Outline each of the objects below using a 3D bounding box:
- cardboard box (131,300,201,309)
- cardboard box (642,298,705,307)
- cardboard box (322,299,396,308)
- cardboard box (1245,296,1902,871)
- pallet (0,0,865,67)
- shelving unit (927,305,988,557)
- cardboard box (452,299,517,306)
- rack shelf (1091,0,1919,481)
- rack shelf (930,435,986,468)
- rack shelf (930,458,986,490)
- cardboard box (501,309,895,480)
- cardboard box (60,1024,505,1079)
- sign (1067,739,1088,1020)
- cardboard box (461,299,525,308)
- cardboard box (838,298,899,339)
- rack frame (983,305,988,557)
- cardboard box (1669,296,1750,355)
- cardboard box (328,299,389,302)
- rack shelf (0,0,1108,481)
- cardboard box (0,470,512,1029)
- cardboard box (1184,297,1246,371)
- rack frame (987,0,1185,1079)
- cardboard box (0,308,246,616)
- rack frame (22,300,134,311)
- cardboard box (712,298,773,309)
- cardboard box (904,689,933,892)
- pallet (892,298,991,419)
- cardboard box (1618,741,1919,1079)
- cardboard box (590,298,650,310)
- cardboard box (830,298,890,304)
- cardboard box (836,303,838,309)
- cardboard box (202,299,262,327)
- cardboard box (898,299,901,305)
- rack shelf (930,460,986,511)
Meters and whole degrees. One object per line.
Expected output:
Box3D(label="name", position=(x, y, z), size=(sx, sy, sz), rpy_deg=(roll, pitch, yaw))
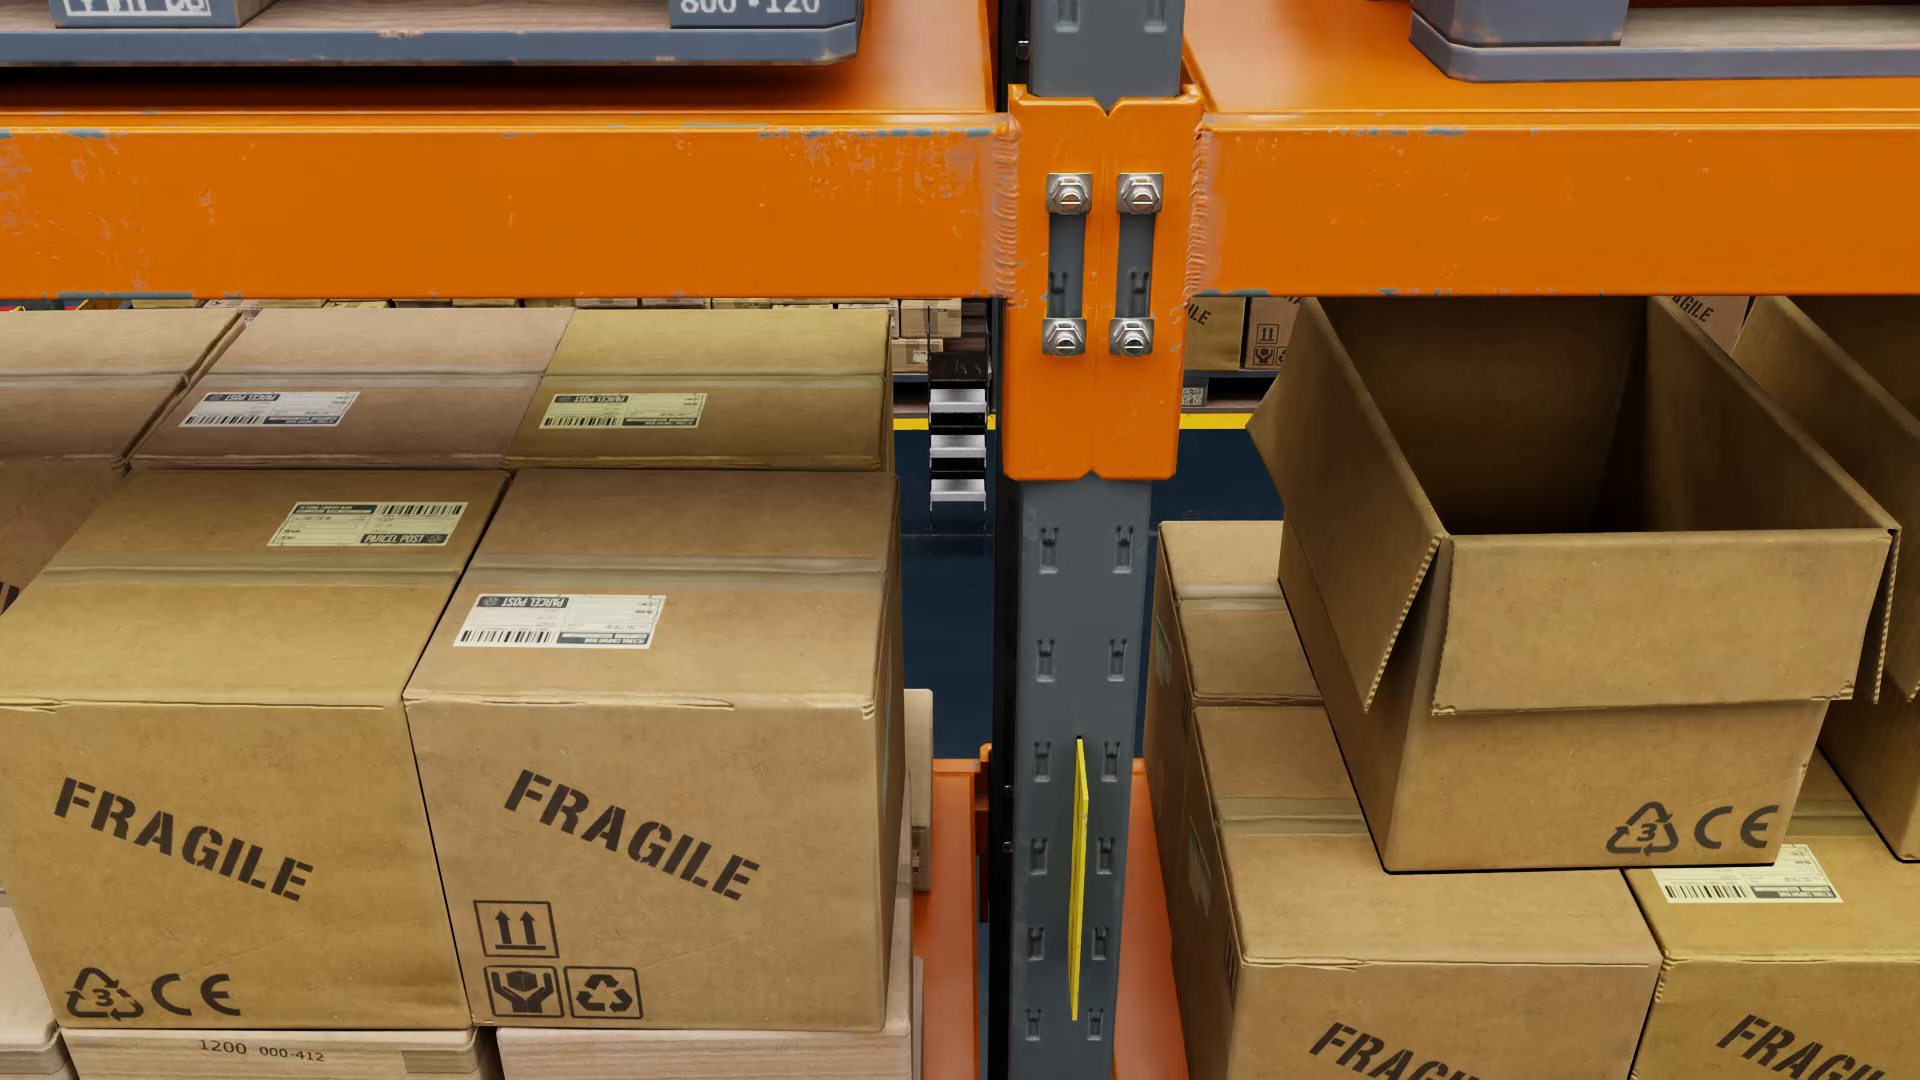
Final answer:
Box3D(label="cardboard box", position=(-3.279, -1.108, 6.955), size=(0.250, 0.149, 0.380), rpy_deg=(-2, 31, -3))
Box3D(label="cardboard box", position=(-1.194, -1.124, 6.981), size=(0.250, 0.149, 0.380), rpy_deg=(-2, 31, -3))
Box3D(label="cardboard box", position=(-2.504, -0.987, 7.041), size=(0.250, 0.149, 0.380), rpy_deg=(1, 31, 1))
Box3D(label="cardboard box", position=(0.762, 0.015, 2.270), size=(0.637, 0.503, 0.797), rpy_deg=(-1, 31, -2))
Box3D(label="pallet", position=(-0.695, -0.754, 1.796), size=(1.213, 0.211, 1.003), rpy_deg=(0, 31, 0))
Box3D(label="shelving unit", position=(-0.008, -0.385, 6.017), size=(0.210, 0.900, 0.258), rpy_deg=(0, 31, 0))
Box3D(label="cardboard box", position=(-1.963, -1.123, 6.978), size=(0.250, 0.149, 0.380), rpy_deg=(0, 31, 0))
Box3D(label="rack shelf", position=(2.124, -0.488, 1.965), size=(4.000, 0.370, 1.077), rpy_deg=(0, 31, 0))
Box3D(label="rack shelf", position=(-0.008, -0.356, 6.034), size=(0.200, 0.077, 0.258), rpy_deg=(0, 31, 0))
Box3D(label="rack shelf", position=(-0.008, -0.279, 6.081), size=(0.200, 0.077, 0.258), rpy_deg=(0, 31, 0))
Box3D(label="cardboard box", position=(-0.357, -0.022, 2.529), size=(0.500, 0.500, 0.500), rpy_deg=(0, 31, 0))
Box3D(label="cardboard box", position=(-0.834, 0.570, 2.276), size=(0.500, 0.250, 0.500), rpy_deg=(1, 31, 1))
Box3D(label="sign", position=(0.129, 0.377, 1.826), size=(0.005, 0.325, 0.100), rpy_deg=(0, 31, 0))
Box3D(label="cardboard box", position=(-1.968, -1.059, 7.161), size=(0.250, 0.149, 0.380), rpy_deg=(1, 31, 2))
Box3D(label="cardboard box", position=(-0.389, -0.995, 7.055), size=(0.250, 0.149, 0.380), rpy_deg=(-2, 31, -3))
Box3D(label="rack frame", position=(0.094, -0.385, 6.017), size=(0.006, 0.900, 0.240), rpy_deg=(0, 31, 0))
Box3D(label="cardboard box", position=(3.019, -1.066, 7.121), size=(0.500, 0.500, 0.500), rpy_deg=(1, 31, 2))
Box3D(label="cardboard box", position=(-2.504, -1.149, 7.023), size=(0.250, 0.149, 0.380), rpy_deg=(-2, 31, -3))
Box3D(label="rack shelf", position=(-1.876, -0.476, 1.944), size=(4.000, 0.370, 1.077), rpy_deg=(0, 31, 0))
Box3D(label="cardboard box", position=(-0.835, 0.249, 2.083), size=(0.500, 0.500, 0.500), rpy_deg=(0, 31, 0))
Box3D(label="cardboard box", position=(0.935, -1.056, 7.103), size=(0.500, 0.500, 0.500), rpy_deg=(1, 31, 2))
Box3D(label="rack frame", position=(0.124, 0.491, 2.549), size=(0.053, 2.616, 0.949), rpy_deg=(0, 31, 0))
Box3D(label="cardboard box", position=(-1.370, -0.020, 2.527), size=(0.500, 0.500, 0.500), rpy_deg=(-1, 31, -2))
Box3D(label="rack frame", position=(-3.805, -2.068, 6.766), size=(0.127, 3.000, 1.000), rpy_deg=(0, 31, 0))
Box3D(label="cardboard box", position=(-0.908, -1.035, 7.121), size=(0.250, 0.149, 0.380), rpy_deg=(0, 31, 0))
Box3D(label="cardboard box", position=(-0.174, 0.429, 2.894), size=(0.250, 0.149, 0.380), rpy_deg=(0, 31, 0))
Box3D(label="pallet", position=(-0.477, -0.868, 7.476), size=(1.213, 0.211, 1.003), rpy_deg=(0, 31, 0))
Box3D(label="cardboard box", position=(1.088, 0.576, 2.312), size=(0.500, 0.500, 0.500), rpy_deg=(0, 31, 0))
Box3D(label="cardboard box", position=(-1.431, -1.034, 7.119), size=(0.250, 0.149, 0.380), rpy_deg=(-2, 31, -3))
Box3D(label="cardboard box", position=(-0.415, -1.138, 7.003), size=(0.250, 0.149, 0.380), rpy_deg=(0, 31, 0))
Box3D(label="cardboard box", position=(-0.456, -0.906, 7.194), size=(0.250, 0.149, 0.380), rpy_deg=(1, 31, 1))
Box3D(label="cardboard box", position=(-3.005, -0.996, 7.056), size=(0.250, 0.149, 0.380), rpy_deg=(0, 31, -1))
Box3D(label="cardboard box", position=(-0.171, -1.206, 7.690), size=(0.250, 0.149, 0.380), rpy_deg=(-1, 31, -2))
Box3D(label="rack shelf", position=(-0.008, -0.202, 6.127), size=(0.200, 0.077, 0.258), rpy_deg=(0, 31, 0))
